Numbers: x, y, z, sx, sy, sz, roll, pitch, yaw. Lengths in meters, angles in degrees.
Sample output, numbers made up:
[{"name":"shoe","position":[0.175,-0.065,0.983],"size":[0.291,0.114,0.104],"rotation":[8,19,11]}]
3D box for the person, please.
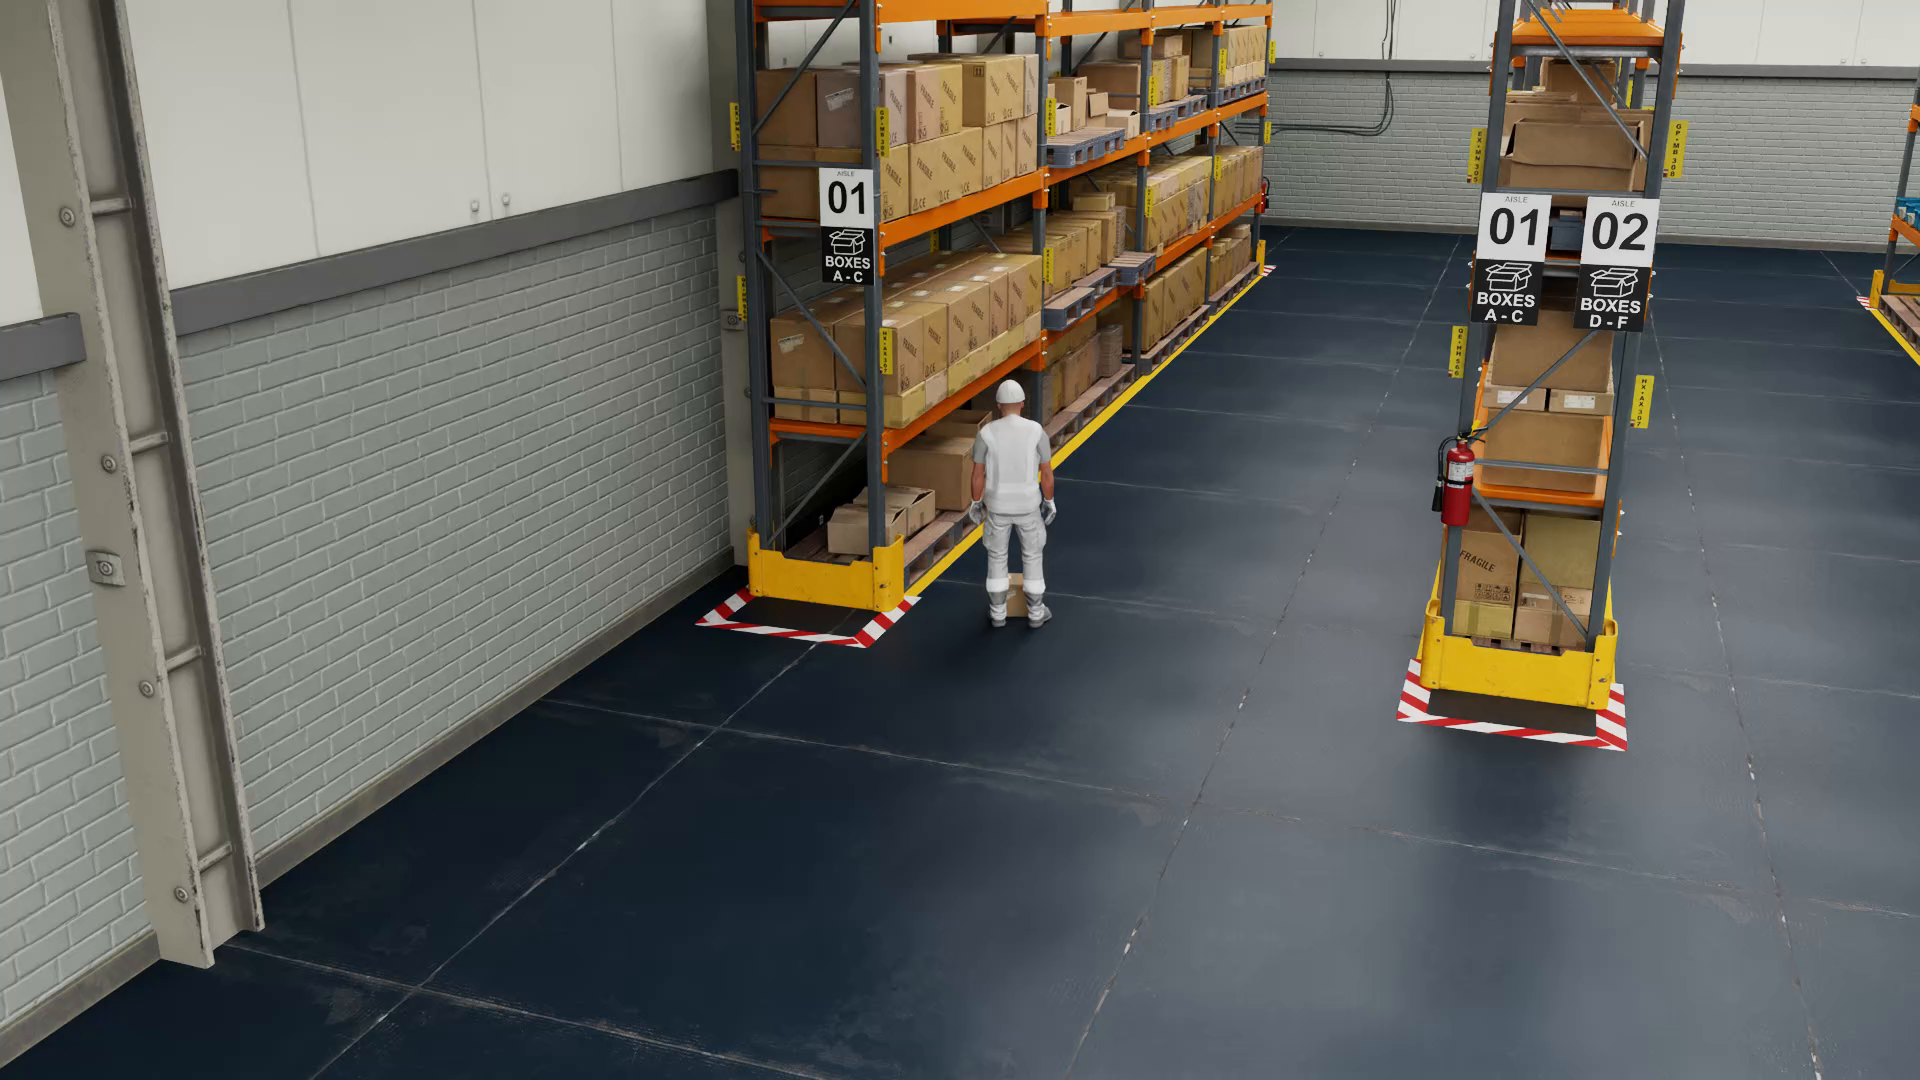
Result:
[{"name":"person","position":[0.372,-0.249,11.782],"size":[0.616,1.778,0.453],"rotation":[1,18,2]}]
